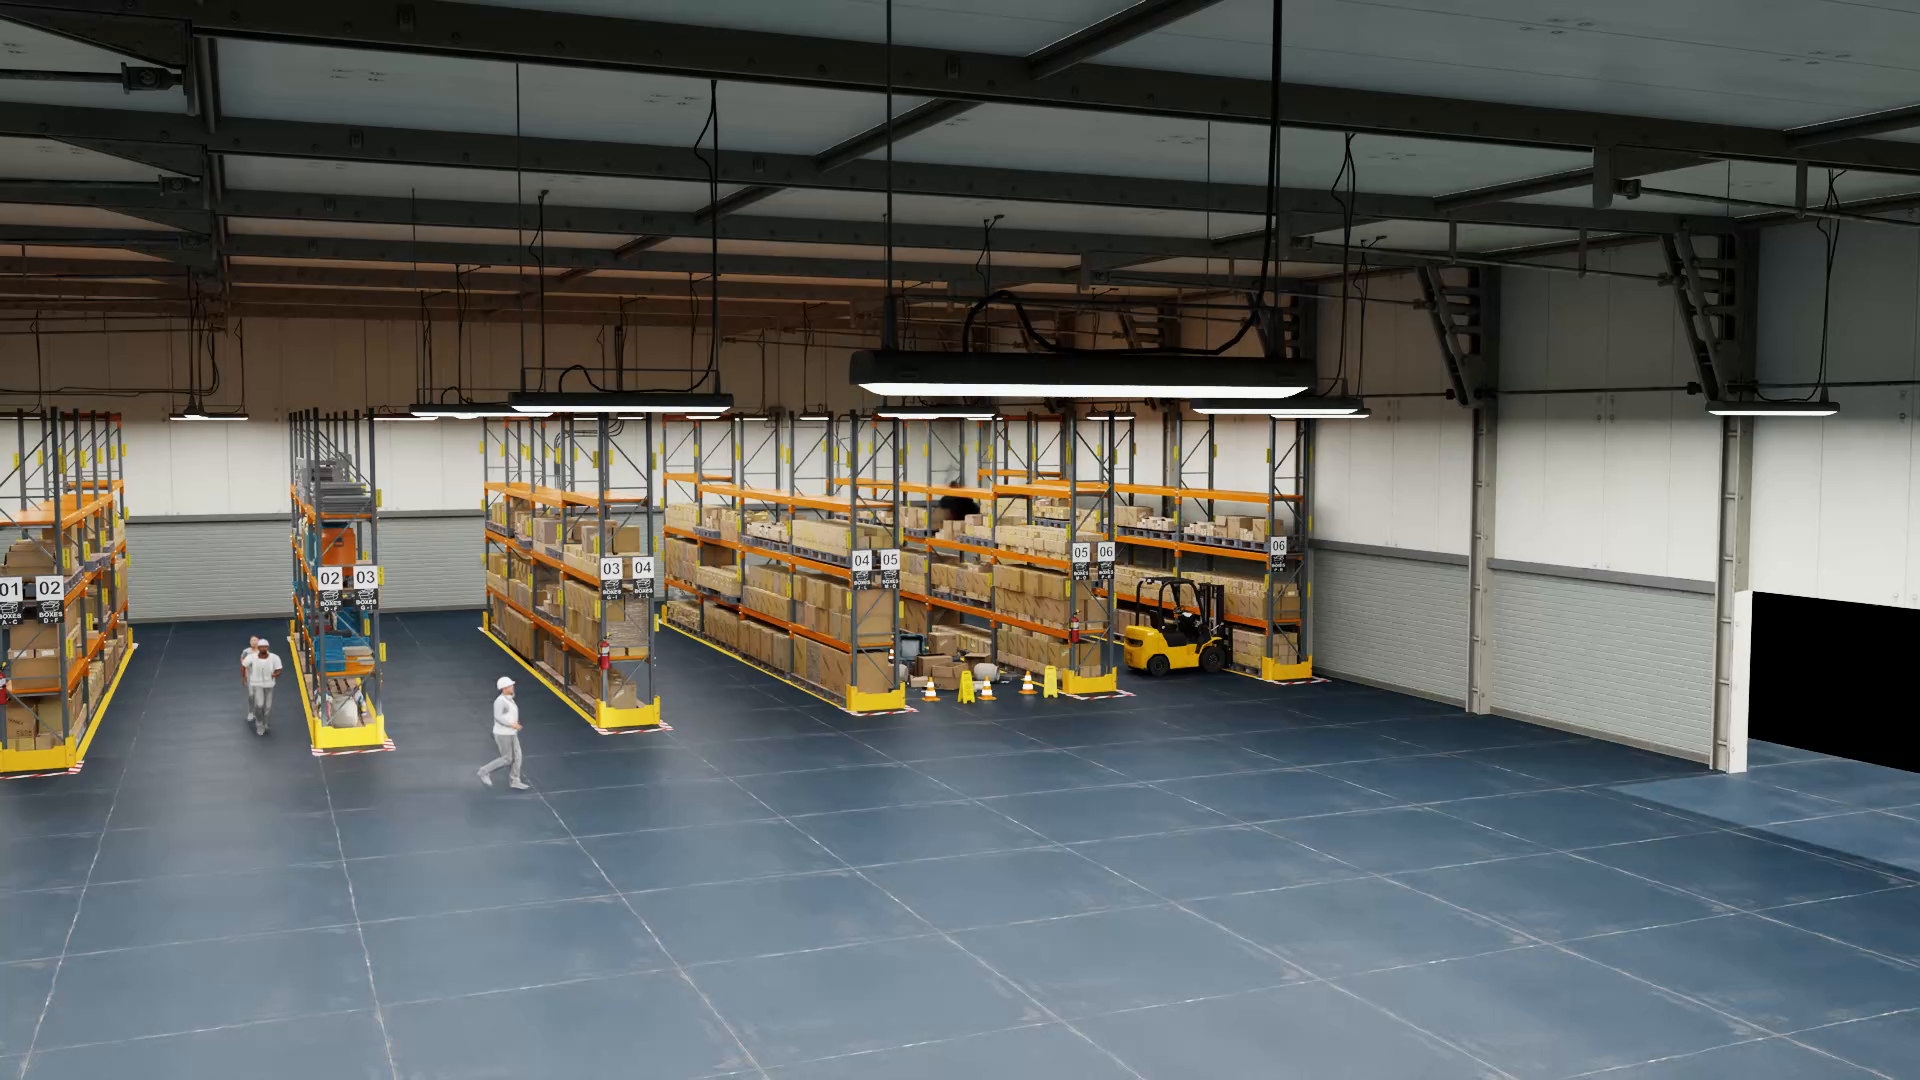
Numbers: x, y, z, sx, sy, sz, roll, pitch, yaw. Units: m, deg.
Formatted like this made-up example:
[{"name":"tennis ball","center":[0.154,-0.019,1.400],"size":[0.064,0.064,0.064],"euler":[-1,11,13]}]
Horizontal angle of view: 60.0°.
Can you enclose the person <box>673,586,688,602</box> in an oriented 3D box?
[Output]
[{"name":"person","center":[-8.247,1.400,49.424],"size":[0.589,1.746,0.715],"euler":[-1,4,-19]}]

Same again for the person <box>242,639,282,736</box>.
[{"name":"person","center":[-12.825,2.703,30.610],"size":[0.641,1.787,0.693],"euler":[-3,5,-32]}]

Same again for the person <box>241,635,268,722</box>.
[{"name":"person","center":[-13.549,2.657,32.019],"size":[0.540,1.674,0.669],"euler":[-2,4,-23]}]

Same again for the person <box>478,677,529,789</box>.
[{"name":"person","center":[-7.147,3.027,26.036],"size":[0.772,1.774,0.684],"euler":[0,4,-1]}]

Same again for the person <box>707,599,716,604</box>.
[{"name":"person","center":[-7.375,1.357,49.278],"size":[0.659,1.645,0.701],"euler":[3,5,36]}]
